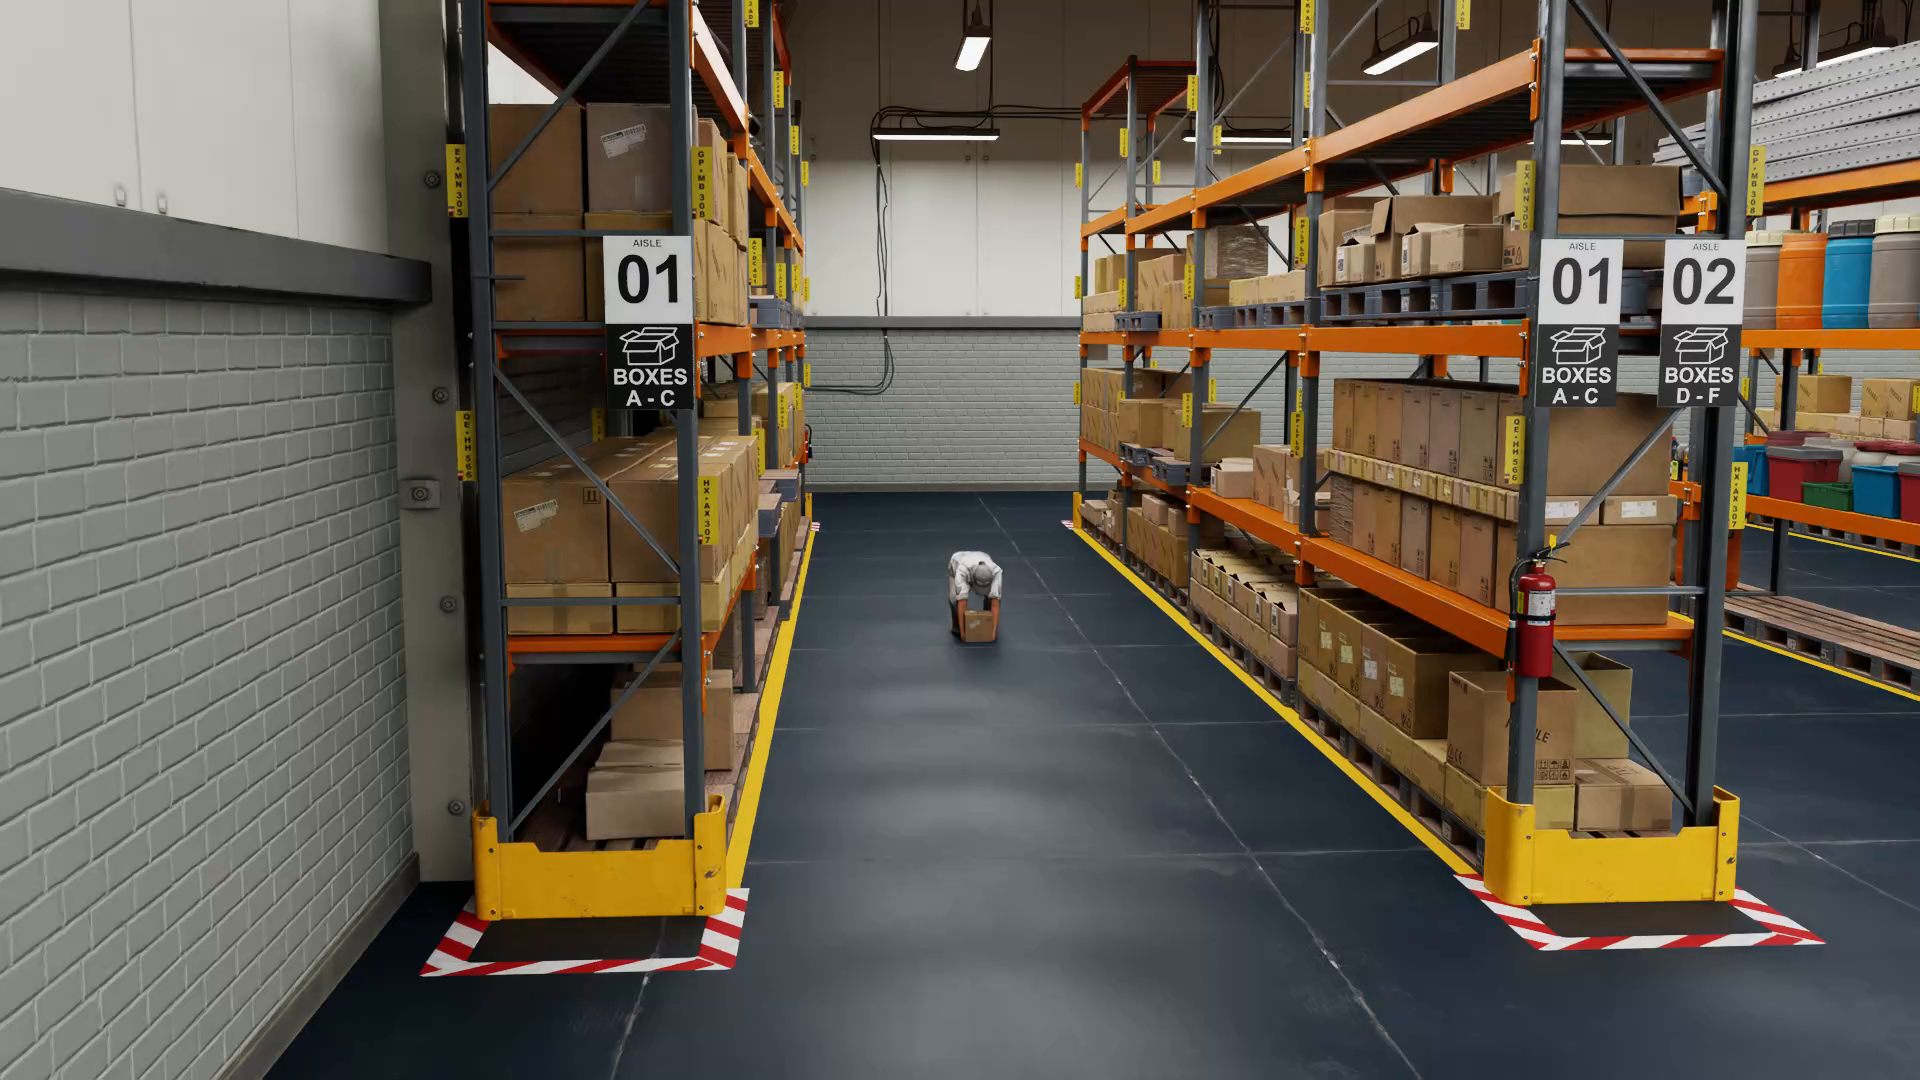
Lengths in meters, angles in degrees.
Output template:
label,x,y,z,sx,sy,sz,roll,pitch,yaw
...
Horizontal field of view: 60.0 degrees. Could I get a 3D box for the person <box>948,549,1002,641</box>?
label,x,y,z,sx,sy,sz,roll,pitch,yaw
person,0.137,0.499,15.414,0.500,0.785,0.940,-1,7,-5
